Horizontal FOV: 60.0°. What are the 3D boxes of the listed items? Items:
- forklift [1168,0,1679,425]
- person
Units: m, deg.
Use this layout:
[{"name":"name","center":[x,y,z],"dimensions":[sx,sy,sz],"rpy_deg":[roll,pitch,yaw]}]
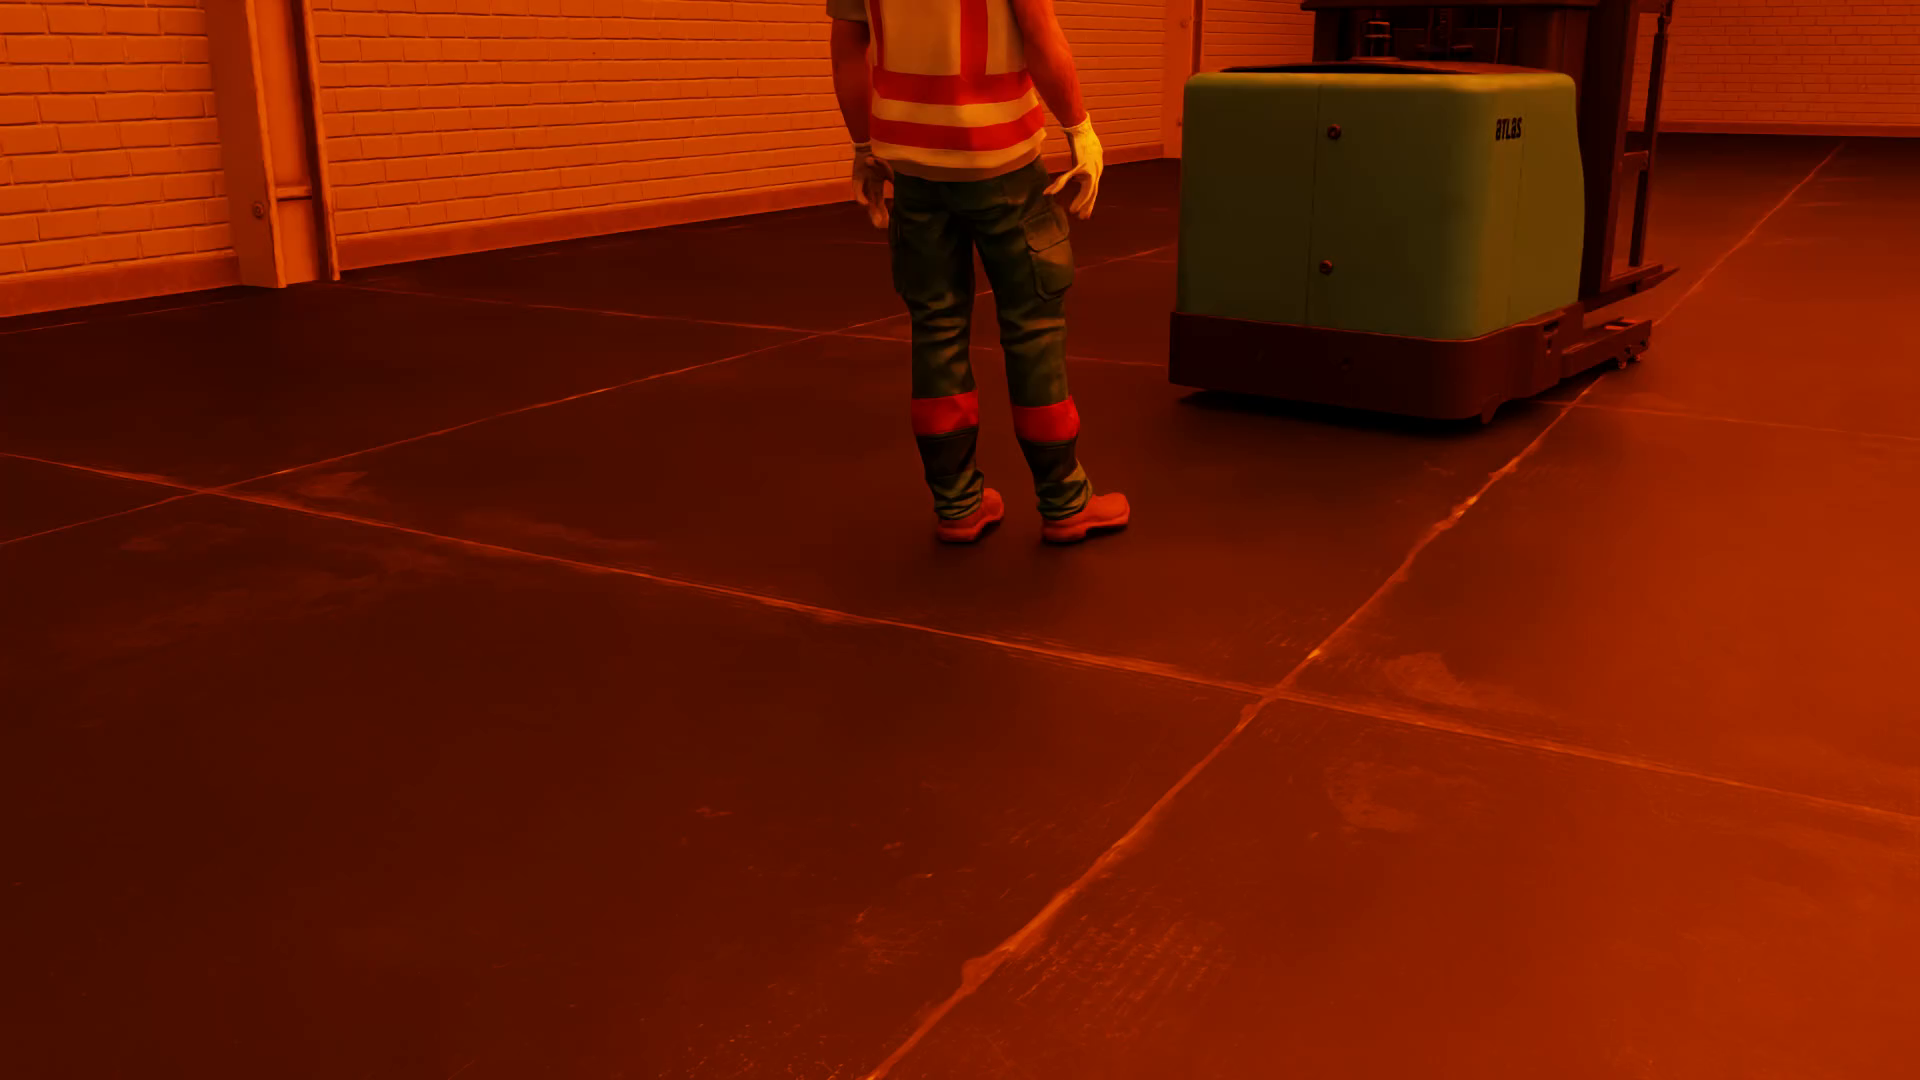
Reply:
[{"name":"forklift","center":[1.994,-2.117,6.042],"dimensions":[1.130,2.935,3.031],"rpy_deg":[12,20,35]},{"name":"person","center":[0.050,-0.883,3.847],"dimensions":[0.637,1.787,0.564],"rpy_deg":[9,19,28]}]
